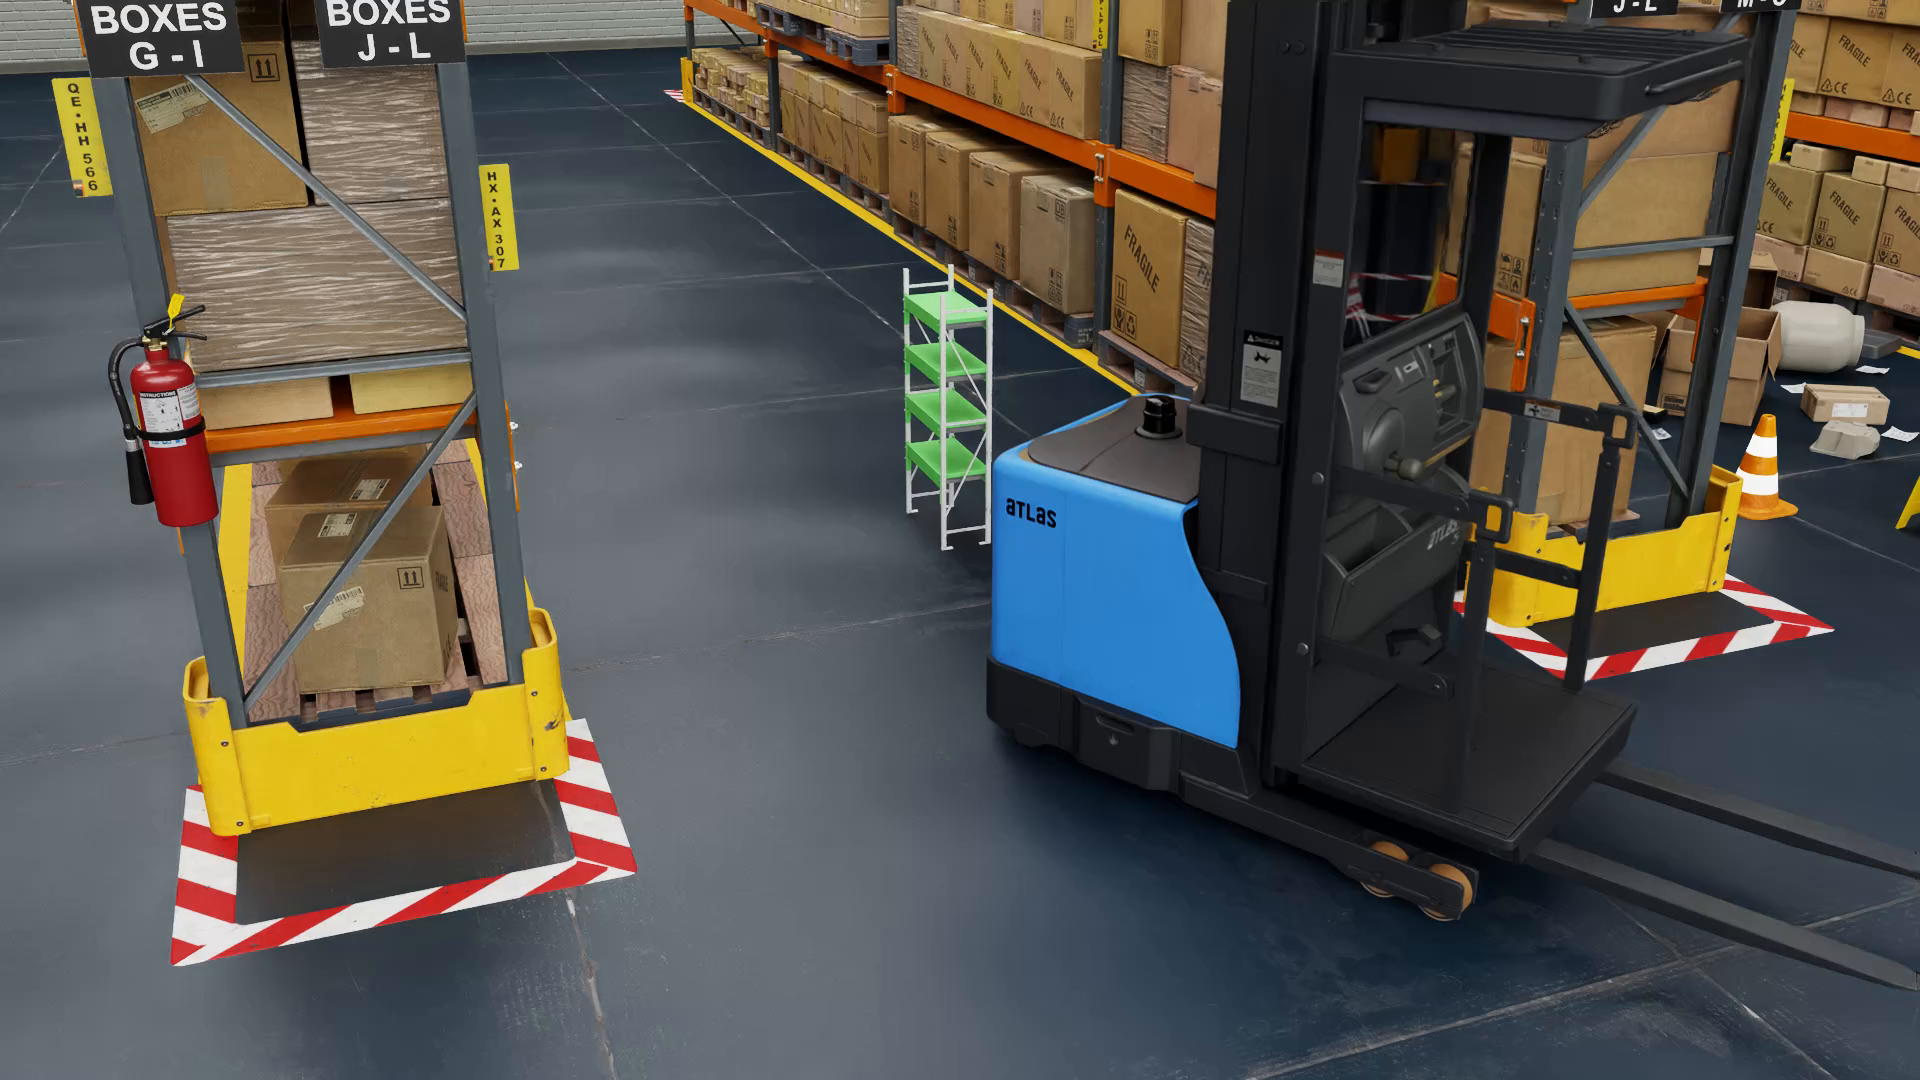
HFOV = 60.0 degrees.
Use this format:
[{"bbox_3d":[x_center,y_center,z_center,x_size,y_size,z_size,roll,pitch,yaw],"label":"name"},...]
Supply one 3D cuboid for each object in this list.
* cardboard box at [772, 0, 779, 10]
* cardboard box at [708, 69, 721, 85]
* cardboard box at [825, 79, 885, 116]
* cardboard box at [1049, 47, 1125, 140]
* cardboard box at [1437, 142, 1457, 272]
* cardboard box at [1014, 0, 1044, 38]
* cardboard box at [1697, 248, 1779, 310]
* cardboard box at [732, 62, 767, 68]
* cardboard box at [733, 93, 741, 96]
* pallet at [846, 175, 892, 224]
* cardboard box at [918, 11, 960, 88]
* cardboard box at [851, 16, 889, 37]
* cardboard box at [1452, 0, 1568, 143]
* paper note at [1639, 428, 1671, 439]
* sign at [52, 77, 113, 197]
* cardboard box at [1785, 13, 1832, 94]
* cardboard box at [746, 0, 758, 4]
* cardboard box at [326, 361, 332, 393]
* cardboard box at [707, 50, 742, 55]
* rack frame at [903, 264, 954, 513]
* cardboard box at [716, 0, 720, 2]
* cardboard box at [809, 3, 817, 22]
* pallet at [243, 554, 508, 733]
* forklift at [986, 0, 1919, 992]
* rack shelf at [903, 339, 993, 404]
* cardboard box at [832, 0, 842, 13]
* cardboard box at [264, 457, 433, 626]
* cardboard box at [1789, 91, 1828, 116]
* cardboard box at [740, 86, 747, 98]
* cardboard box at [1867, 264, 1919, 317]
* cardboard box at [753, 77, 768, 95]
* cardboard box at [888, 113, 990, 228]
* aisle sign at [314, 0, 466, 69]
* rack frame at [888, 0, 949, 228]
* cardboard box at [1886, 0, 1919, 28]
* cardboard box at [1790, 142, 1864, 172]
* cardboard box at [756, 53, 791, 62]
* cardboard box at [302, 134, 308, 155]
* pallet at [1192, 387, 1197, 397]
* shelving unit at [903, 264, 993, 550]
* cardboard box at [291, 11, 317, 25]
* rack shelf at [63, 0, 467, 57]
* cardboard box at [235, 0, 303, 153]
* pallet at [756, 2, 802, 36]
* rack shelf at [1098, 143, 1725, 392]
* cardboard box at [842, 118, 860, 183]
[{"bbox_3d":[-1.601,-5.203,16.016,0.380,0.149,0.250,-8,24,-19],"label":"cardboard box"},{"bbox_3d":[-2.764,-5.476,19.626,0.380,0.149,0.250,-8,24,-17],"label":"cardboard box"},{"bbox_3d":[-0.926,-4.038,15.181,0.500,0.250,0.500,-8,24,-18],"label":"cardboard box"},{"bbox_3d":[0.893,-2.815,10.439,0.500,0.500,0.500,-8,24,-19],"label":"cardboard box"},{"bbox_3d":[2.353,-1.557,7.390,0.875,0.550,0.550,-8,24,-19],"label":"cardboard box"},{"bbox_3d":[0.785,-3.673,11.186,0.700,0.500,0.500,-8,24,-19],"label":"cardboard box"},{"bbox_3d":[5.028,-1.605,10.912,0.500,0.500,0.500,8,24,18],"label":"cardboard box"},{"bbox_3d":[-2.382,-5.340,18.921,0.380,0.149,0.250,-8,24,-19],"label":"cardboard box"},{"bbox_3d":[-2.351,-4.979,18.830,0.380,0.149,0.250,-8,24,-18],"label":"cardboard box"},{"bbox_3d":[-0.360,-3.069,14.759,1.003,0.211,1.213,-8,24,-19],"label":"pallet"},{"bbox_3d":[0.003,-3.731,12.612,0.500,0.500,0.500,-9,24,-19],"label":"cardboard box"},{"bbox_3d":[-0.690,-4.264,13.787,0.380,0.149,0.250,-8,24,-18],"label":"cardboard box"},{"bbox_3d":[2.365,-2.057,7.185,0.875,0.550,0.550,-8,24,-19],"label":"cardboard box"},{"bbox_3d":[3.790,-0.582,9.093,0.144,0.017,0.142,0,23,-1],"label":"paper note"},{"bbox_3d":[-2.461,-1.129,4.670,0.100,0.325,0.005,-8,24,-19],"label":"sign"},{"bbox_3d":[5.818,-3.317,11.247,0.500,0.500,0.500,-8,24,-19],"label":"cardboard box"},{"bbox_3d":[-1.934,-5.843,17.240,0.500,0.500,0.500,-8,24,-19],"label":"cardboard box"},{"bbox_3d":[-2.317,-0.569,5.563,0.380,0.149,0.250,-8,24,-19],"label":"cardboard box"},{"bbox_3d":[-2.834,-5.810,20.036,0.380,0.149,0.250,-8,24,-18],"label":"cardboard box"},{"bbox_3d":[-0.145,-0.702,7.870,0.240,1.200,0.015,-8,24,-19],"label":"rack frame"},{"bbox_3d":[-2.577,-6.235,19.005,0.380,0.149,0.250,-9,24,-20],"label":"cardboard box"},{"bbox_3d":[-1.138,-4.730,14.894,0.380,0.149,0.250,-8,24,-17],"label":"cardboard box"},{"bbox_3d":[-2.216,0.438,6.438,1.003,0.211,1.213,-8,24,-19],"label":"pallet"},{"bbox_3d":[1.558,-0.433,5.004,3.031,2.935,1.130,18,29,36],"label":"forklift"},{"bbox_3d":[-0.058,-0.775,7.591,0.258,0.148,0.480,-8,24,-19],"label":"rack shelf"},{"bbox_3d":[-0.877,-4.594,14.186,0.380,0.149,0.250,-8,24,-18],"label":"cardboard box"},{"bbox_3d":[-2.383,-0.002,6.571,0.500,0.500,0.500,-2,23,-5],"label":"cardboard box"},{"bbox_3d":[5.872,-2.973,11.266,0.380,0.149,0.250,-8,24,-17],"label":"cardboard box"},{"bbox_3d":[-2.231,-4.997,18.490,0.380,0.149,0.250,-8,24,-18],"label":"cardboard box"},{"bbox_3d":[6.268,-1.622,10.737,0.500,0.250,0.500,-9,24,-20],"label":"cardboard box"},{"bbox_3d":[-1.995,-4.858,17.778,0.380,0.149,0.250,-8,24,-18],"label":"cardboard box"},{"bbox_3d":[0.046,-2.993,13.345,1.050,0.750,0.750,-9,24,-20],"label":"cardboard box"},{"bbox_3d":[-1.633,-1.736,4.659,0.394,0.787,0.004,-8,24,-19],"label":"aisle sign"},{"bbox_3d":[-0.085,-4.070,13.544,1.000,3.000,0.127,-8,24,-19],"label":"rack frame"},{"bbox_3d":[6.188,-3.412,10.183,0.700,0.500,0.500,-9,24,-20],"label":"cardboard box"},{"bbox_3d":[5.867,-2.598,11.251,0.380,0.149,0.250,-8,24,-18],"label":"cardboard box"},{"bbox_3d":[-2.210,-5.694,19.762,0.380,0.149,0.250,-9,25,-21],"label":"cardboard box"},{"bbox_3d":[-2.529,-1.259,6.362,0.875,0.500,0.500,-8,24,-19],"label":"cardboard box"},{"bbox_3d":[1.958,-0.600,8.902,1.003,0.211,1.213,-8,24,-19],"label":"pallet"},{"bbox_3d":[-0.058,-0.613,7.660,0.258,1.200,0.503,-8,24,-19],"label":"shelving unit"},{"bbox_3d":[-2.045,-1.583,5.844,0.500,0.500,0.500,-8,24,-19],"label":"cardboard box"},{"bbox_3d":[-2.642,-2.297,6.401,1.077,0.370,4.000,-8,24,-19],"label":"rack shelf"},{"bbox_3d":[-2.717,-1.692,6.103,0.500,0.500,0.500,-8,24,-19],"label":"cardboard box"},{"bbox_3d":[-1.365,-5.137,16.323,1.003,0.211,1.213,-8,24,-19],"label":"pallet"},{"bbox_3d":[2.034,-1.558,8.511,1.077,0.370,4.000,-8,24,-19],"label":"rack shelf"},{"bbox_3d":[-0.742,-3.504,14.879,0.500,0.500,0.500,-7,24,-17],"label":"cardboard box"}]
